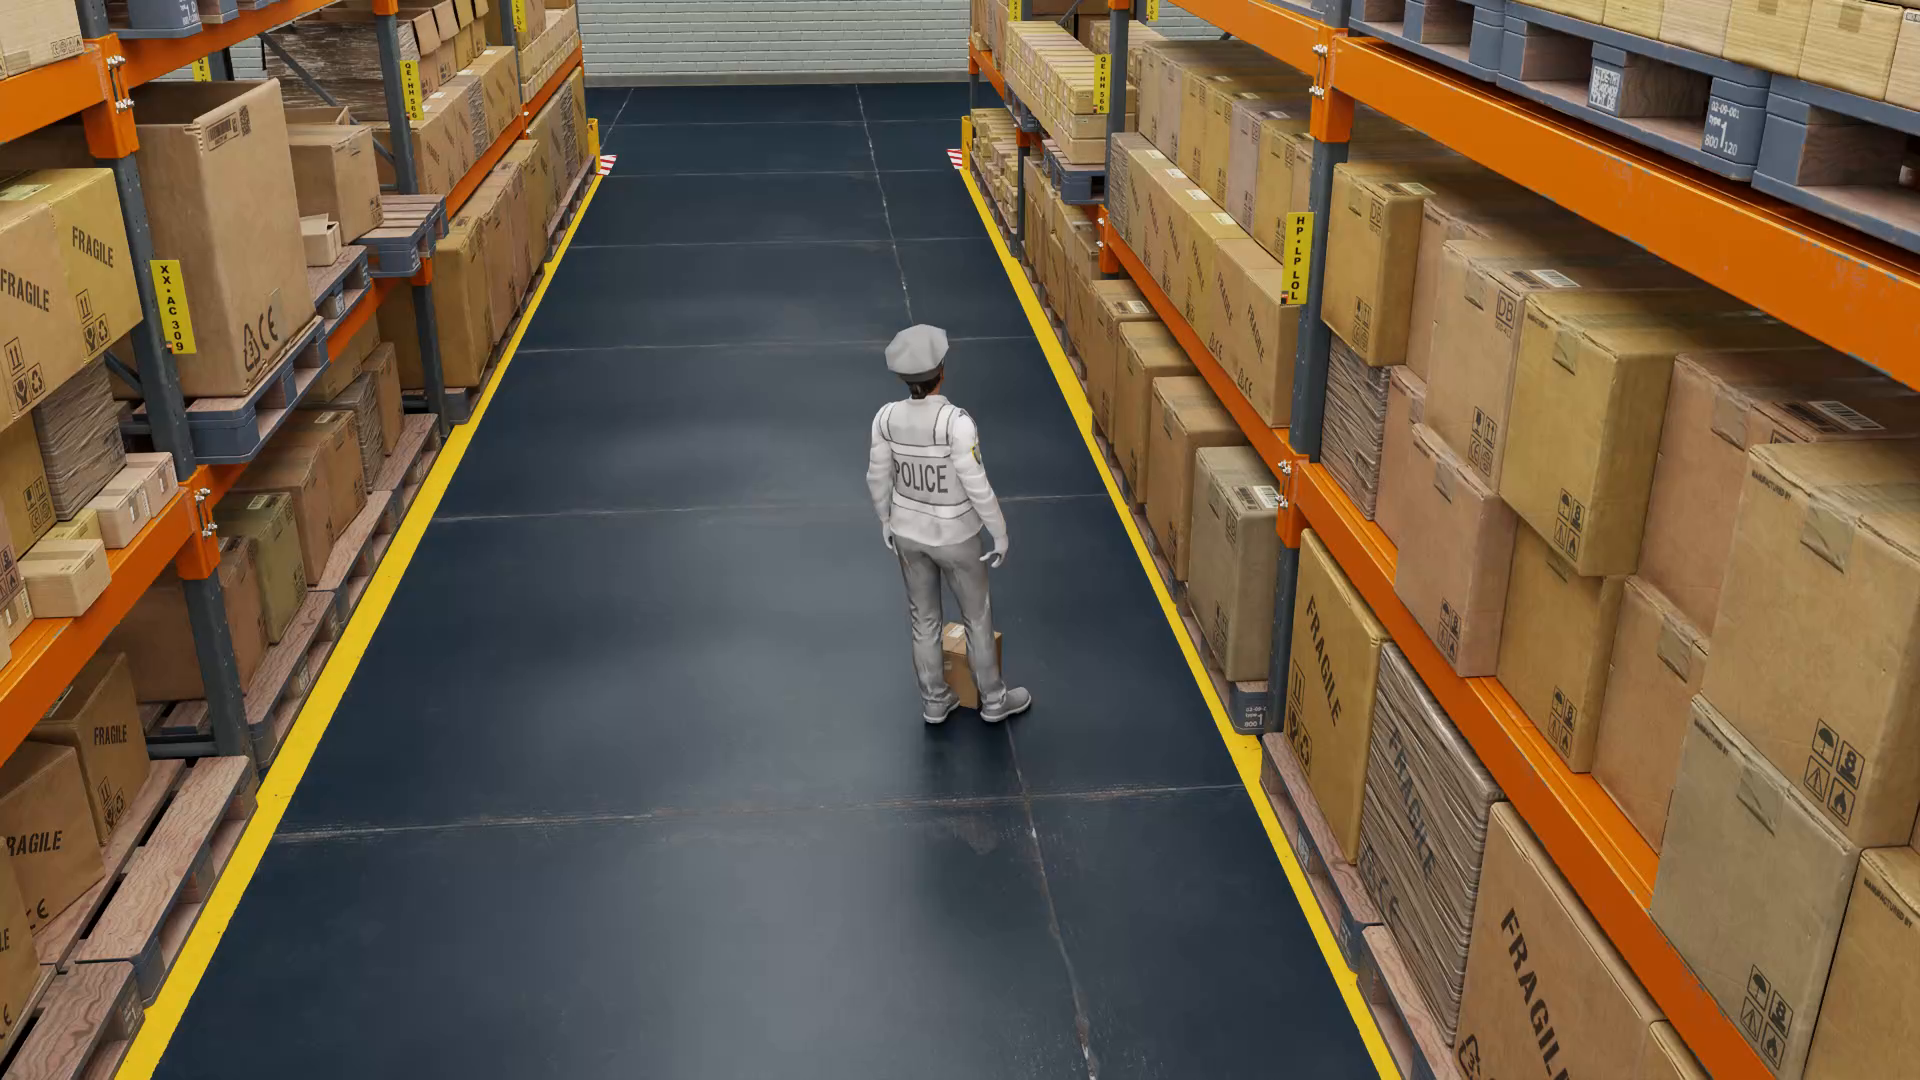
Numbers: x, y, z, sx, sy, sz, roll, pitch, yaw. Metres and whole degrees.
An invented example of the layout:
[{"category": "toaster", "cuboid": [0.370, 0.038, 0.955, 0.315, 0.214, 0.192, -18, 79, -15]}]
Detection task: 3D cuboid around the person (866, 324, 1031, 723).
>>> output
[{"category": "person", "cuboid": [-0.058, -0.051, 6.653, 0.588, 1.697, 0.534, 12, 27, 25]}]
